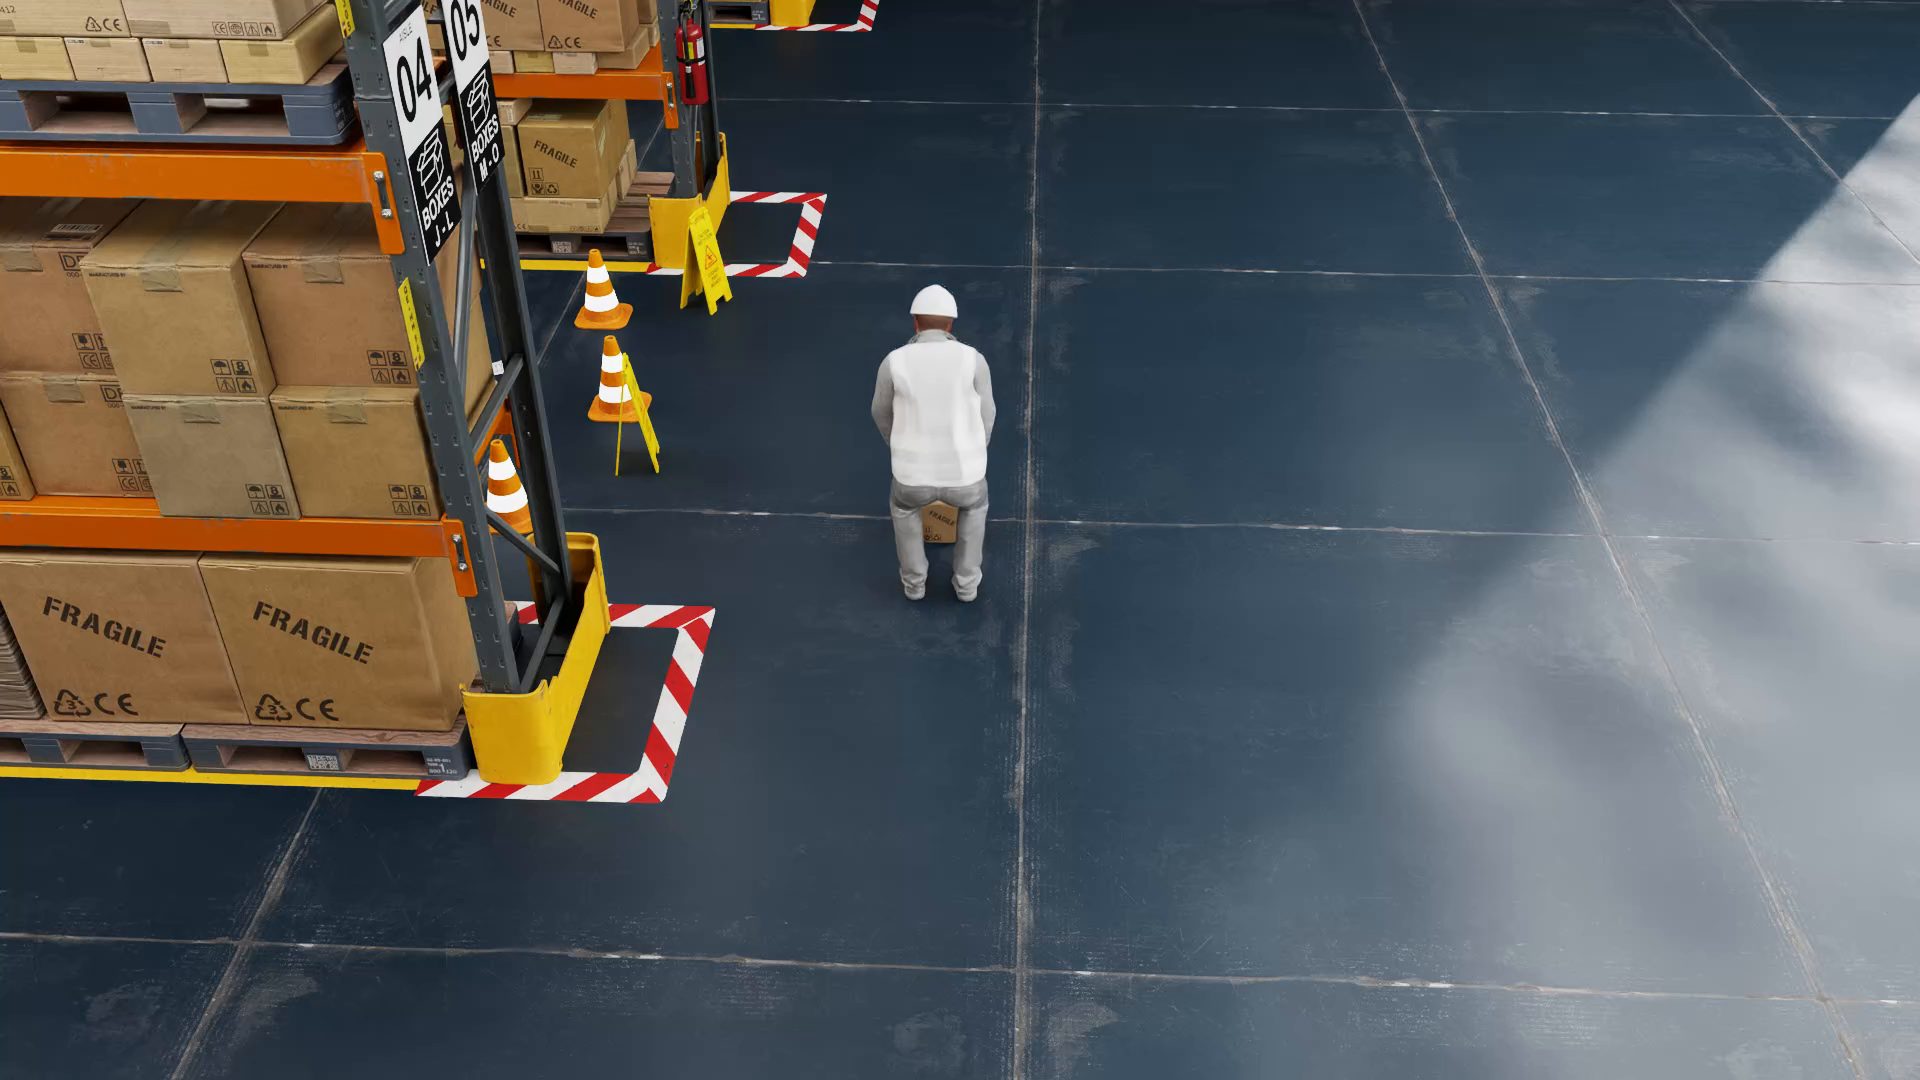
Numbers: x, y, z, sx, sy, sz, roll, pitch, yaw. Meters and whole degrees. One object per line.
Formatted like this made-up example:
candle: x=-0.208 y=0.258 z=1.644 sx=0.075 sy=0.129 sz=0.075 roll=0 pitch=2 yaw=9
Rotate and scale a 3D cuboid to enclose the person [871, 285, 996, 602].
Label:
person: x=-0.127 y=-0.420 z=7.921 sx=0.590 sy=1.506 sz=0.714 roll=2 pitch=35 yaw=2
